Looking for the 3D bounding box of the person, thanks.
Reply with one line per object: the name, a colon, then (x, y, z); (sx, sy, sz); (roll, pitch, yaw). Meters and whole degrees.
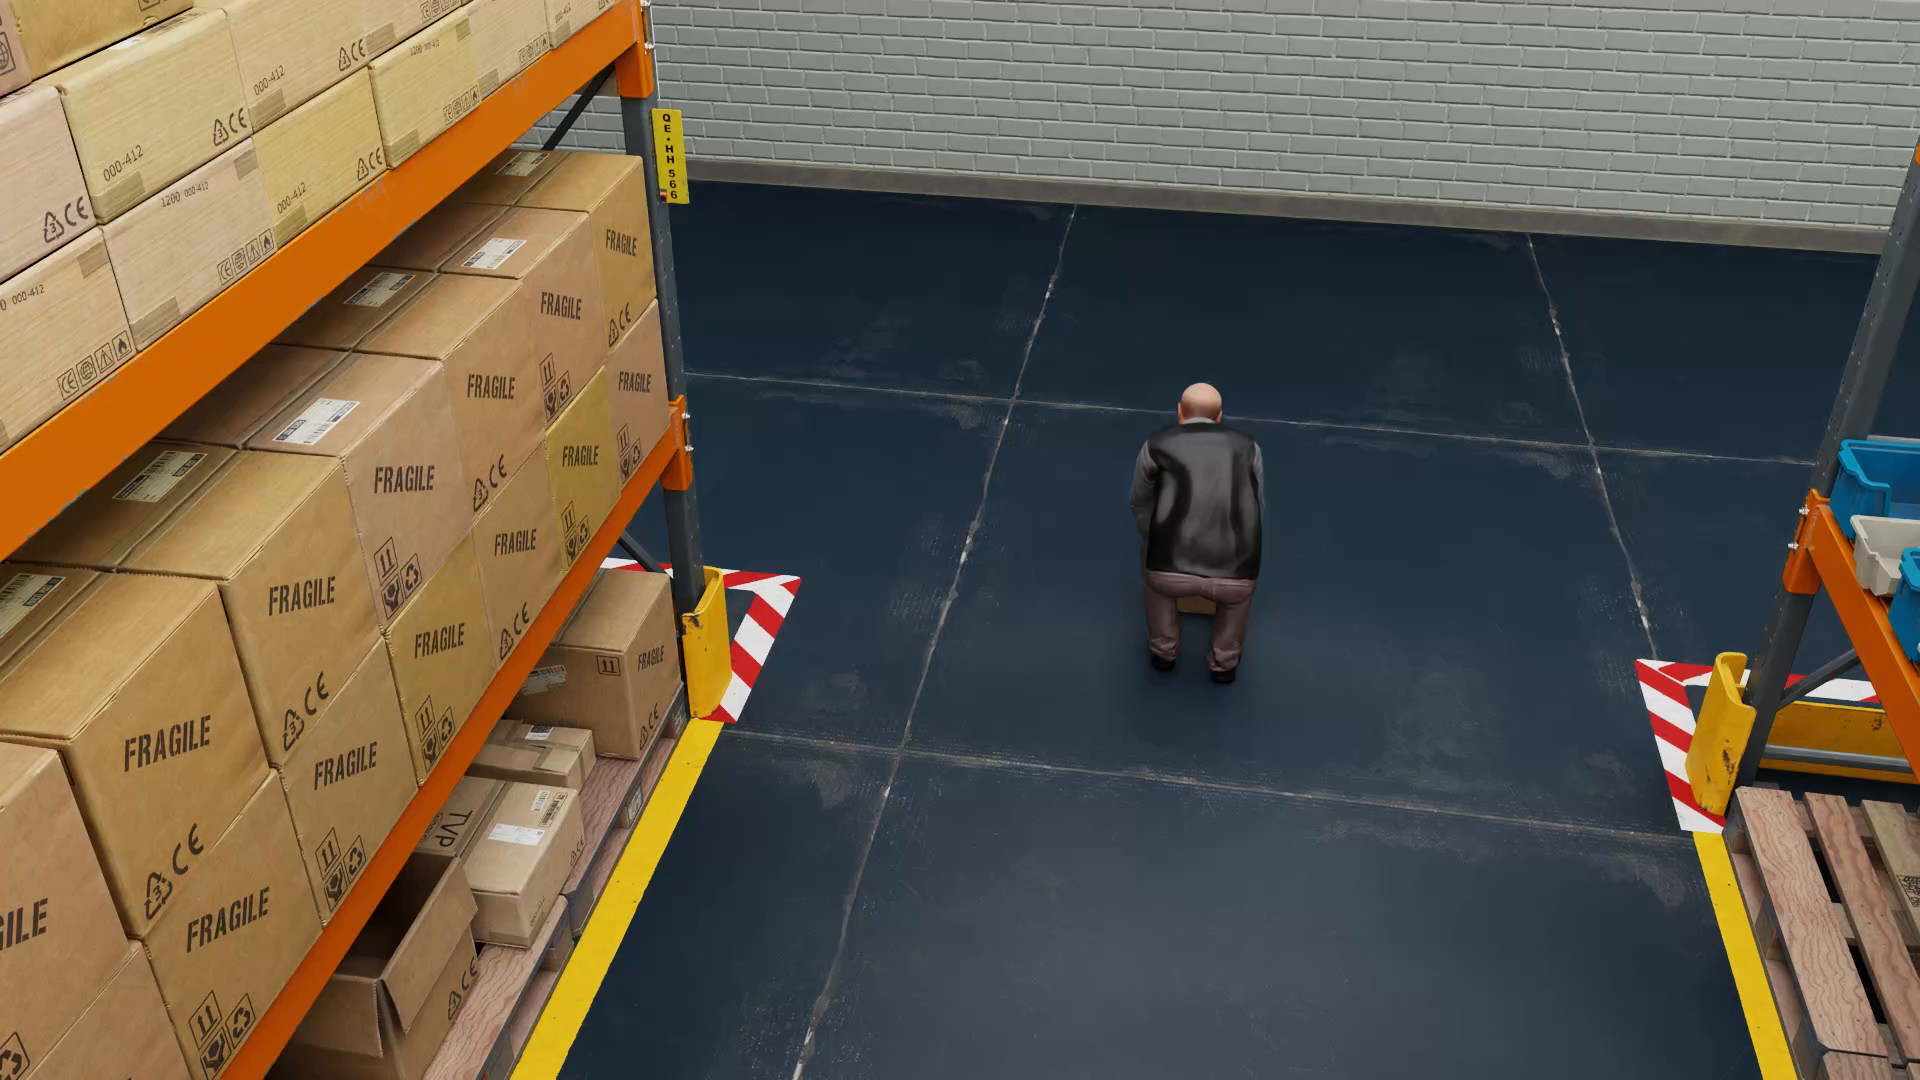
person: (0.949, 0.000, 6.764); (0.558, 1.083, 0.837); (5, 33, 8)
